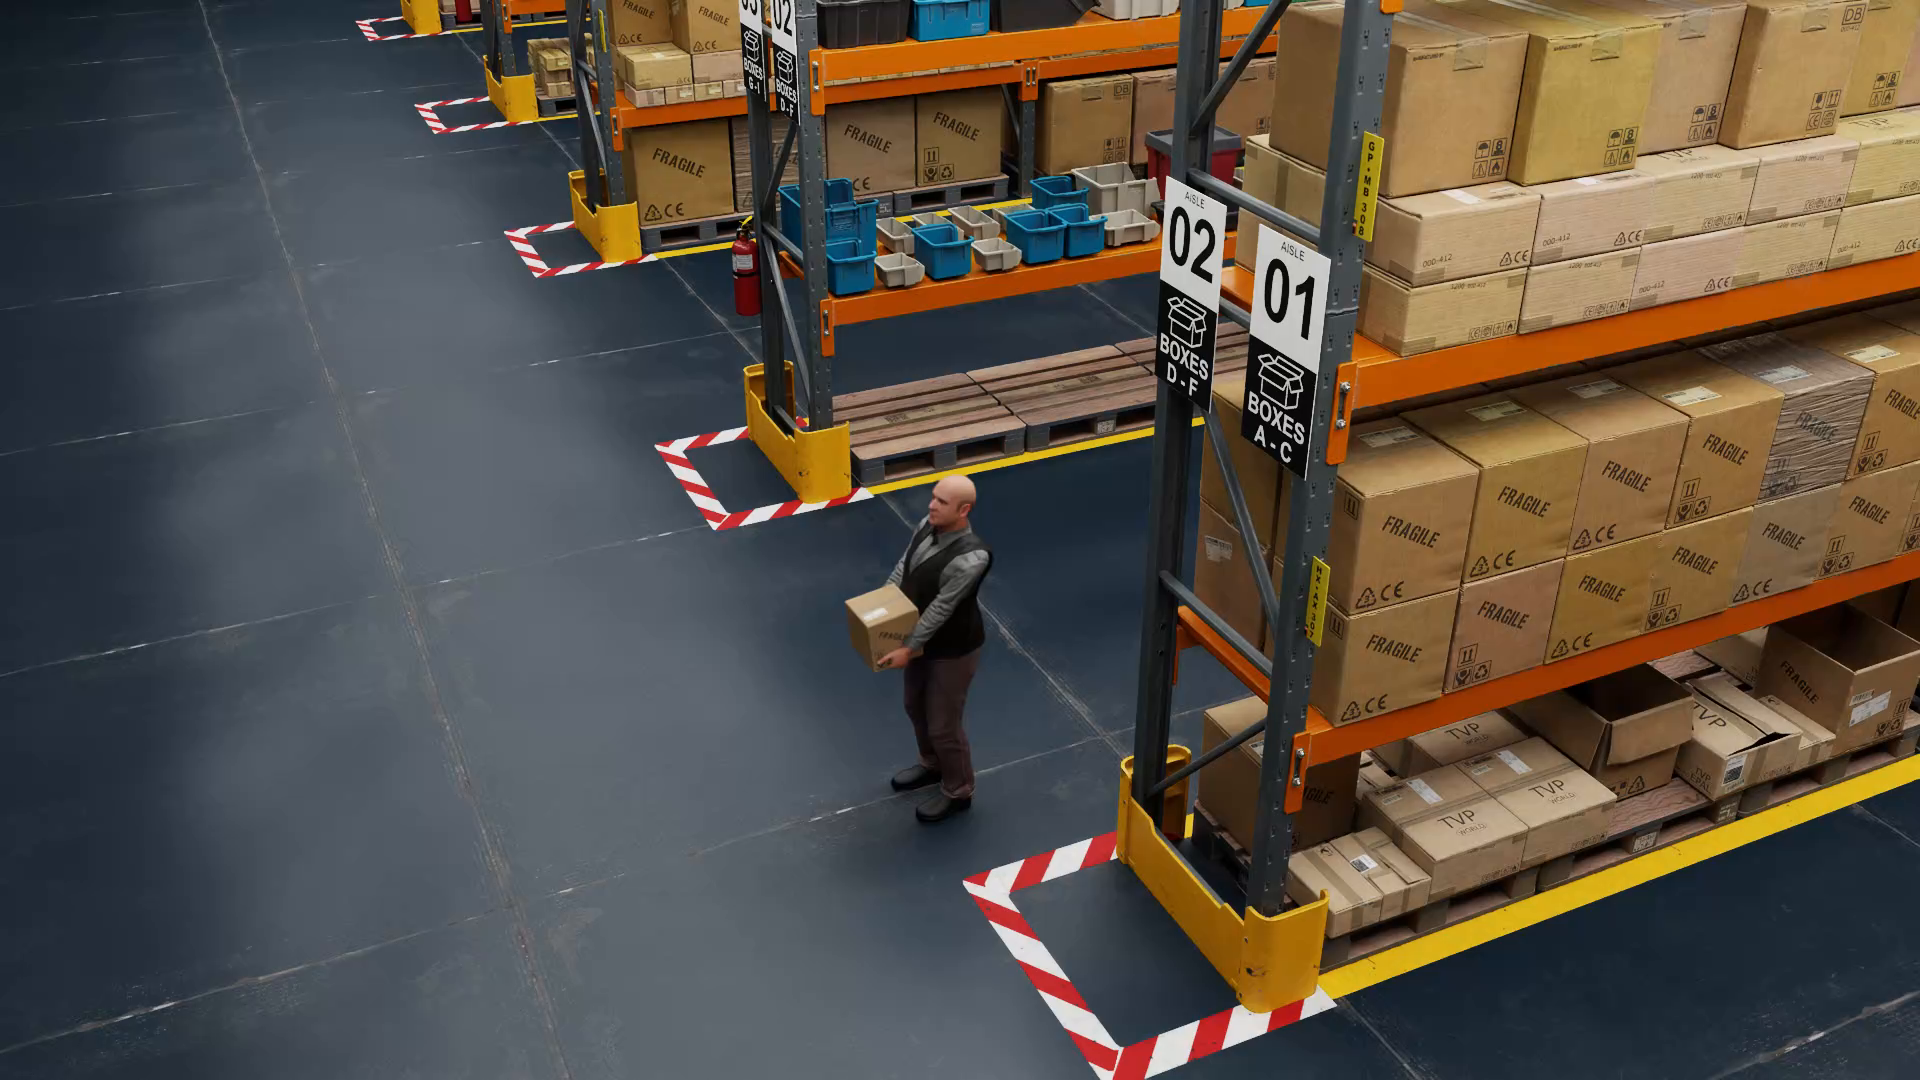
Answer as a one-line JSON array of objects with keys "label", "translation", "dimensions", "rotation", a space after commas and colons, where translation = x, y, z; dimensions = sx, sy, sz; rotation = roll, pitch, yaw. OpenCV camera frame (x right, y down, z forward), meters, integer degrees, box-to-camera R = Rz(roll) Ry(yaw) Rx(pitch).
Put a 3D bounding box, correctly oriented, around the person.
[{"label": "person", "translation": [-0.167, 0.504, 7.588], "dimensions": [0.560, 1.711, 0.494], "rotation": [-14, 32, -24]}]
